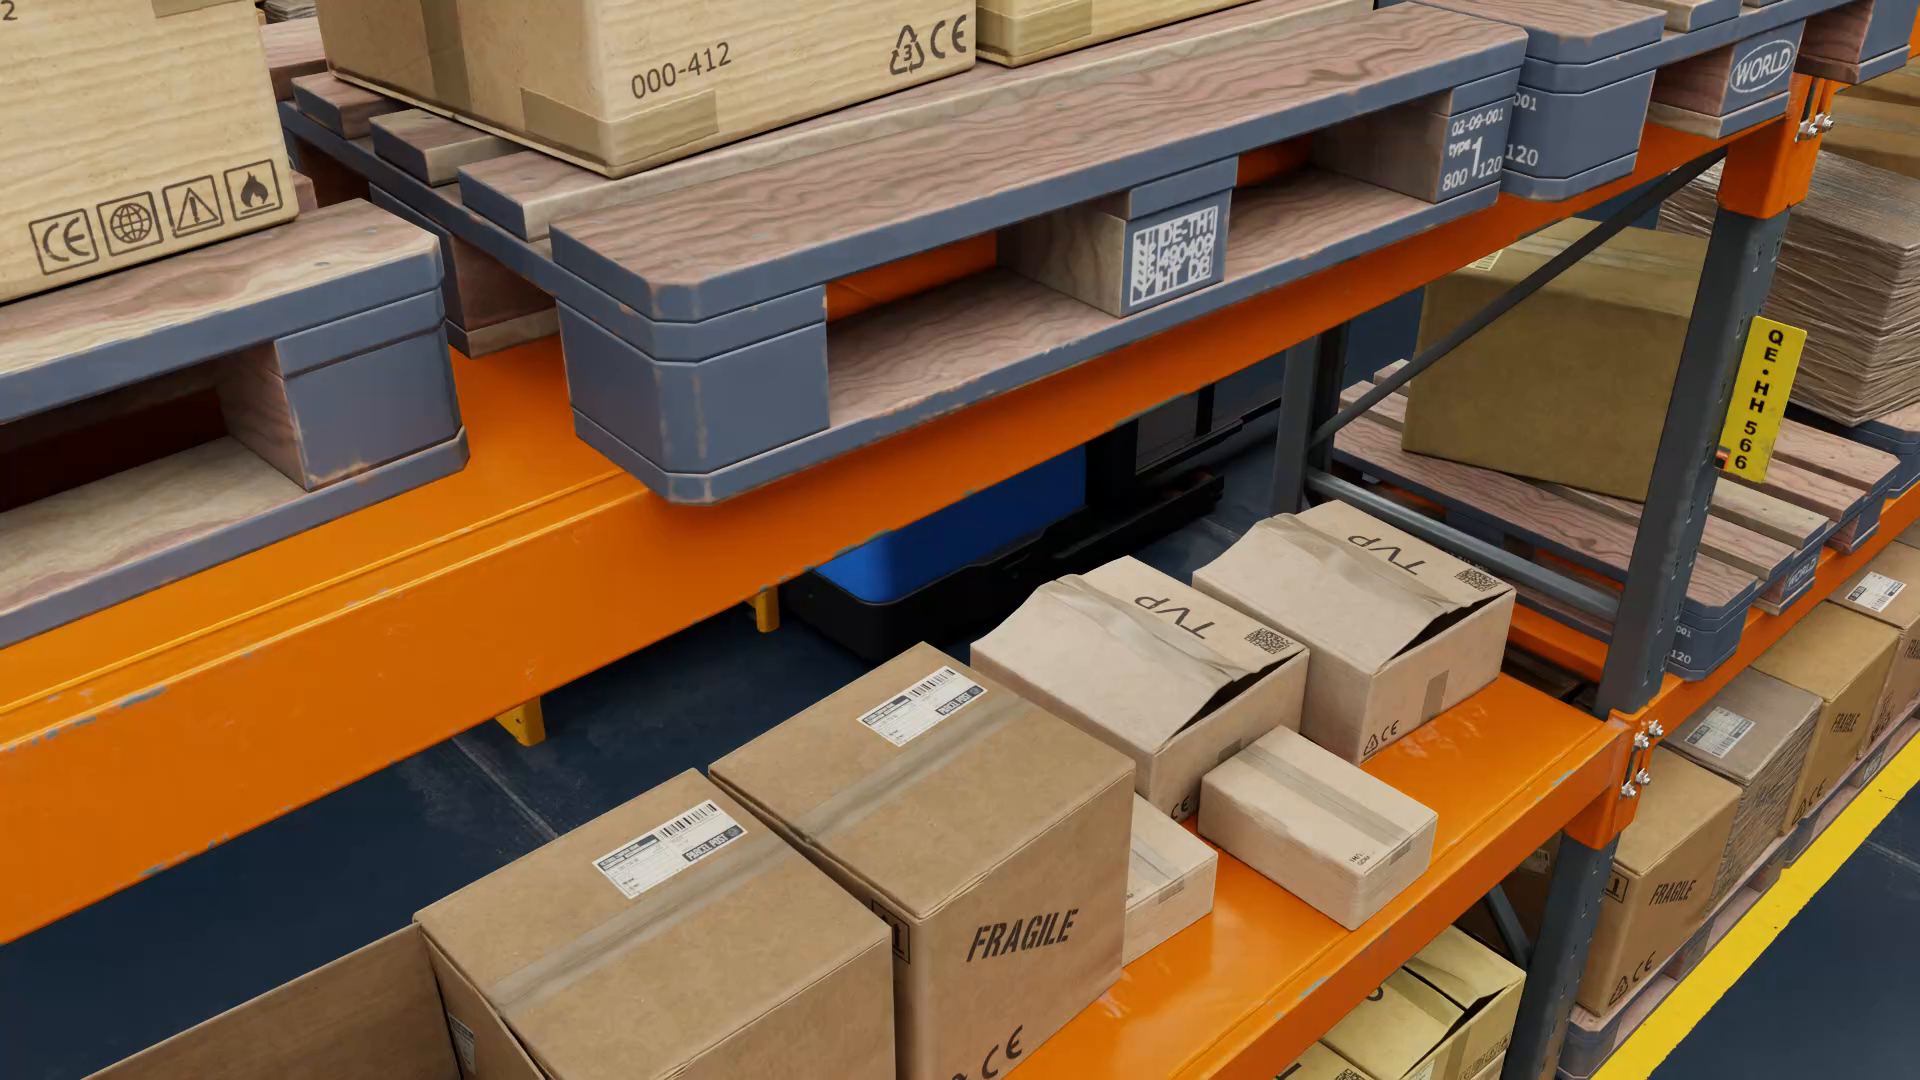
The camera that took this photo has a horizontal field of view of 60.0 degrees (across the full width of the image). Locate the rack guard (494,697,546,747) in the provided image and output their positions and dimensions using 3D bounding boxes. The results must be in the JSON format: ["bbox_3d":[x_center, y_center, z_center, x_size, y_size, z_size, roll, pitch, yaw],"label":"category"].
[{"bbox_3d":[-1.627,0.468,5.745,0.087,0.250,0.587,-26,40,-35],"label":"rack guard"}]

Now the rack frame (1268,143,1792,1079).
[{"bbox_3d":[1.158,0.016,3.849,0.127,3.000,1.000,-26,40,-35],"label":"rack frame"}]

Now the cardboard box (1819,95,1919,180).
[{"bbox_3d":[2.837,-0.974,4.970,0.700,0.500,0.500,18,36,27],"label":"cardboard box"}]

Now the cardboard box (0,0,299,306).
[{"bbox_3d":[-0.916,-0.371,1.347,0.500,0.250,0.500,25,39,34],"label":"cardboard box"}]

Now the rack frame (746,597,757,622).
[{"bbox_3d":[-0.891,-0.416,5.993,0.032,1.500,0.500,-26,40,-35],"label":"rack frame"}]

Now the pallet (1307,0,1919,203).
[{"bbox_3d":[0.721,-0.908,2.666,1.003,0.211,1.213,-24,39,-33],"label":"pallet"}]

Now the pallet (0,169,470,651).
[{"bbox_3d":[-1.137,-0.081,1.316,0.805,0.209,1.217,27,41,37],"label":"pallet"}]

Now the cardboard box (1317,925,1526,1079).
[{"bbox_3d":[0.941,1.051,3.852,0.500,0.311,0.500,-25,39,-34],"label":"cardboard box"}]

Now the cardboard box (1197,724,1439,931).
[{"bbox_3d":[0.686,0.548,3.220,0.250,0.149,0.380,-26,40,-35],"label":"cardboard box"}]

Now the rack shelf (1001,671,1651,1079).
[{"bbox_3d":[-0.309,1.032,2.876,4.000,0.370,1.077,-26,40,-35],"label":"rack shelf"}]

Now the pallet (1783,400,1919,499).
[{"bbox_3d":[2.581,-0.594,5.030,1.213,0.211,1.003,-26,40,-35],"label":"pallet"}]

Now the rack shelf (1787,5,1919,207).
[{"bbox_3d":[2.624,-1.666,4.414,4.000,0.370,1.077,-26,40,-35],"label":"rack shelf"}]

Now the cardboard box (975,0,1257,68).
[{"bbox_3d":[0.064,-0.805,2.057,0.500,0.250,0.500,-27,40,-36],"label":"cardboard box"}]

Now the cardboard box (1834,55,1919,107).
[{"bbox_3d":[3.130,-1.274,5.460,0.500,0.500,0.700,-19,36,-28],"label":"cardboard box"}]

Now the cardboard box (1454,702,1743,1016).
[{"bbox_3d":[1.686,0.843,4.471,0.500,0.500,0.500,-24,39,-34],"label":"cardboard box"}]

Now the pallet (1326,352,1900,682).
[{"bbox_3d":[1.607,-0.170,4.336,1.003,0.211,1.213,-26,40,-35],"label":"pallet"}]

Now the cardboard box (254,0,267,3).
[{"bbox_3d":[-2.671,-2.131,6.221,0.380,0.149,0.250,22,38,31],"label":"cardboard box"}]

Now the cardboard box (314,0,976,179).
[{"bbox_3d":[-0.332,-0.615,1.746,0.500,0.250,0.500,25,40,35],"label":"cardboard box"}]

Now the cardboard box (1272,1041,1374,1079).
[{"bbox_3d":[0.565,1.237,3.547,0.500,0.311,0.500,-27,40,-36],"label":"cardboard box"}]

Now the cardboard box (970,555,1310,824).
[{"bbox_3d":[0.370,0.297,3.474,0.500,0.311,0.500,-26,40,-36],"label":"cardboard box"}]

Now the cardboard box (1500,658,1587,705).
[{"bbox_3d":[1.684,0.473,5.075,0.500,0.500,0.500,-24,39,-34],"label":"cardboard box"}]

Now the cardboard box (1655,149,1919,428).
[{"bbox_3d":[2.343,-0.724,4.560,0.500,0.500,0.700,-18,36,-27],"label":"cardboard box"}]

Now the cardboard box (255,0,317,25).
[{"bbox_3d":[-2.551,-1.938,6.526,0.700,0.500,0.500,24,39,34],"label":"cardboard box"}]

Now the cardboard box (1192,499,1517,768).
[{"bbox_3d":[0.861,0.166,3.688,0.500,0.311,0.500,-23,38,-33],"label":"cardboard box"}]

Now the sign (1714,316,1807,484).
[{"bbox_3d":[1.538,-0.267,3.201,0.005,0.325,0.100,-26,40,-35],"label":"sign"}]

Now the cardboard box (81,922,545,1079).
[{"bbox_3d":[-0.815,0.939,2.243,0.500,0.500,0.500,-23,38,-32],"label":"cardboard box"}]

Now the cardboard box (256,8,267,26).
[{"bbox_3d":[-2.942,-1.729,6.185,0.700,0.500,0.500,25,39,35],"label":"cardboard box"}]

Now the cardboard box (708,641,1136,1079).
[{"bbox_3d":[-0.061,0.575,2.839,0.500,0.500,0.500,27,40,36],"label":"cardboard box"}]

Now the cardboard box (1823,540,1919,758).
[{"bbox_3d":[2.816,0.292,5.372,0.500,0.500,0.500,-27,41,-37],"label":"cardboard box"}]

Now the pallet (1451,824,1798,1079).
[{"bbox_3d":[1.731,0.955,4.986,1.213,0.211,1.003,-26,40,-35],"label":"pallet"}]

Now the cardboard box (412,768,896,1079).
[{"bbox_3d":[-0.447,0.761,2.534,0.500,0.500,0.500,-26,40,-35],"label":"cardboard box"}]

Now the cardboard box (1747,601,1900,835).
[{"bbox_3d":[2.437,0.479,5.066,0.500,0.500,0.500,-26,40,-36],"label":"cardboard box"}]

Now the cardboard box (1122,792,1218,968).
[{"bbox_3d":[0.261,0.597,3.139,0.250,0.149,0.380,-23,38,-32],"label":"cardboard box"}]

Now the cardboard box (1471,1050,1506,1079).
[{"bbox_3d":[0.938,1.290,3.999,0.500,0.250,0.500,-25,39,-34],"label":"cardboard box"}]

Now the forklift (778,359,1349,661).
[{"bbox_3d":[0.461,-1.475,6.352,3.031,2.935,1.130,-26,40,-36],"label":"forklift"}]

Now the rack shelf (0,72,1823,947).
[{"bbox_3d":[-0.309,-0.247,2.094,4.000,0.370,1.077,-26,40,-35],"label":"rack shelf"}]

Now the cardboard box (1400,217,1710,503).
[{"bbox_3d":[1.543,-0.472,4.149,0.700,0.500,0.500,15,35,23],"label":"cardboard box"}]

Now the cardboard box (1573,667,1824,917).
[{"bbox_3d":[2.066,0.655,4.778,0.500,0.500,0.500,-27,41,-37],"label":"cardboard box"}]

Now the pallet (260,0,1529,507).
[{"bbox_3d":[-0.097,-0.511,2.015,1.213,0.211,1.003,-24,39,-33],"label":"pallet"}]

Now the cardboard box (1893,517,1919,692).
[{"bbox_3d":[3.188,0.110,5.669,0.500,0.500,0.500,-25,39,-35],"label":"cardboard box"}]

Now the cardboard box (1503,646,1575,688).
[{"bbox_3d":[1.722,0.132,4.915,0.500,0.250,0.500,-24,39,-34],"label":"cardboard box"}]

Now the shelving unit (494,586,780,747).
[{"bbox_3d":[-1.259,-0.240,5.706,1.083,1.500,0.587,-26,40,-35],"label":"shelving unit"}]

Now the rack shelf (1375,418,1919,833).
[{"bbox_3d":[2.624,-0.387,5.196,4.000,0.370,1.077,-26,40,-35],"label":"rack shelf"}]

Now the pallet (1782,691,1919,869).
[{"bbox_3d":[2.625,0.525,5.690,1.213,0.211,1.003,-26,40,-35],"label":"pallet"}]

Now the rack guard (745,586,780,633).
[{"bbox_3d":[-0.892,0.117,6.318,0.087,0.250,0.587,-26,40,-35],"label":"rack guard"}]
